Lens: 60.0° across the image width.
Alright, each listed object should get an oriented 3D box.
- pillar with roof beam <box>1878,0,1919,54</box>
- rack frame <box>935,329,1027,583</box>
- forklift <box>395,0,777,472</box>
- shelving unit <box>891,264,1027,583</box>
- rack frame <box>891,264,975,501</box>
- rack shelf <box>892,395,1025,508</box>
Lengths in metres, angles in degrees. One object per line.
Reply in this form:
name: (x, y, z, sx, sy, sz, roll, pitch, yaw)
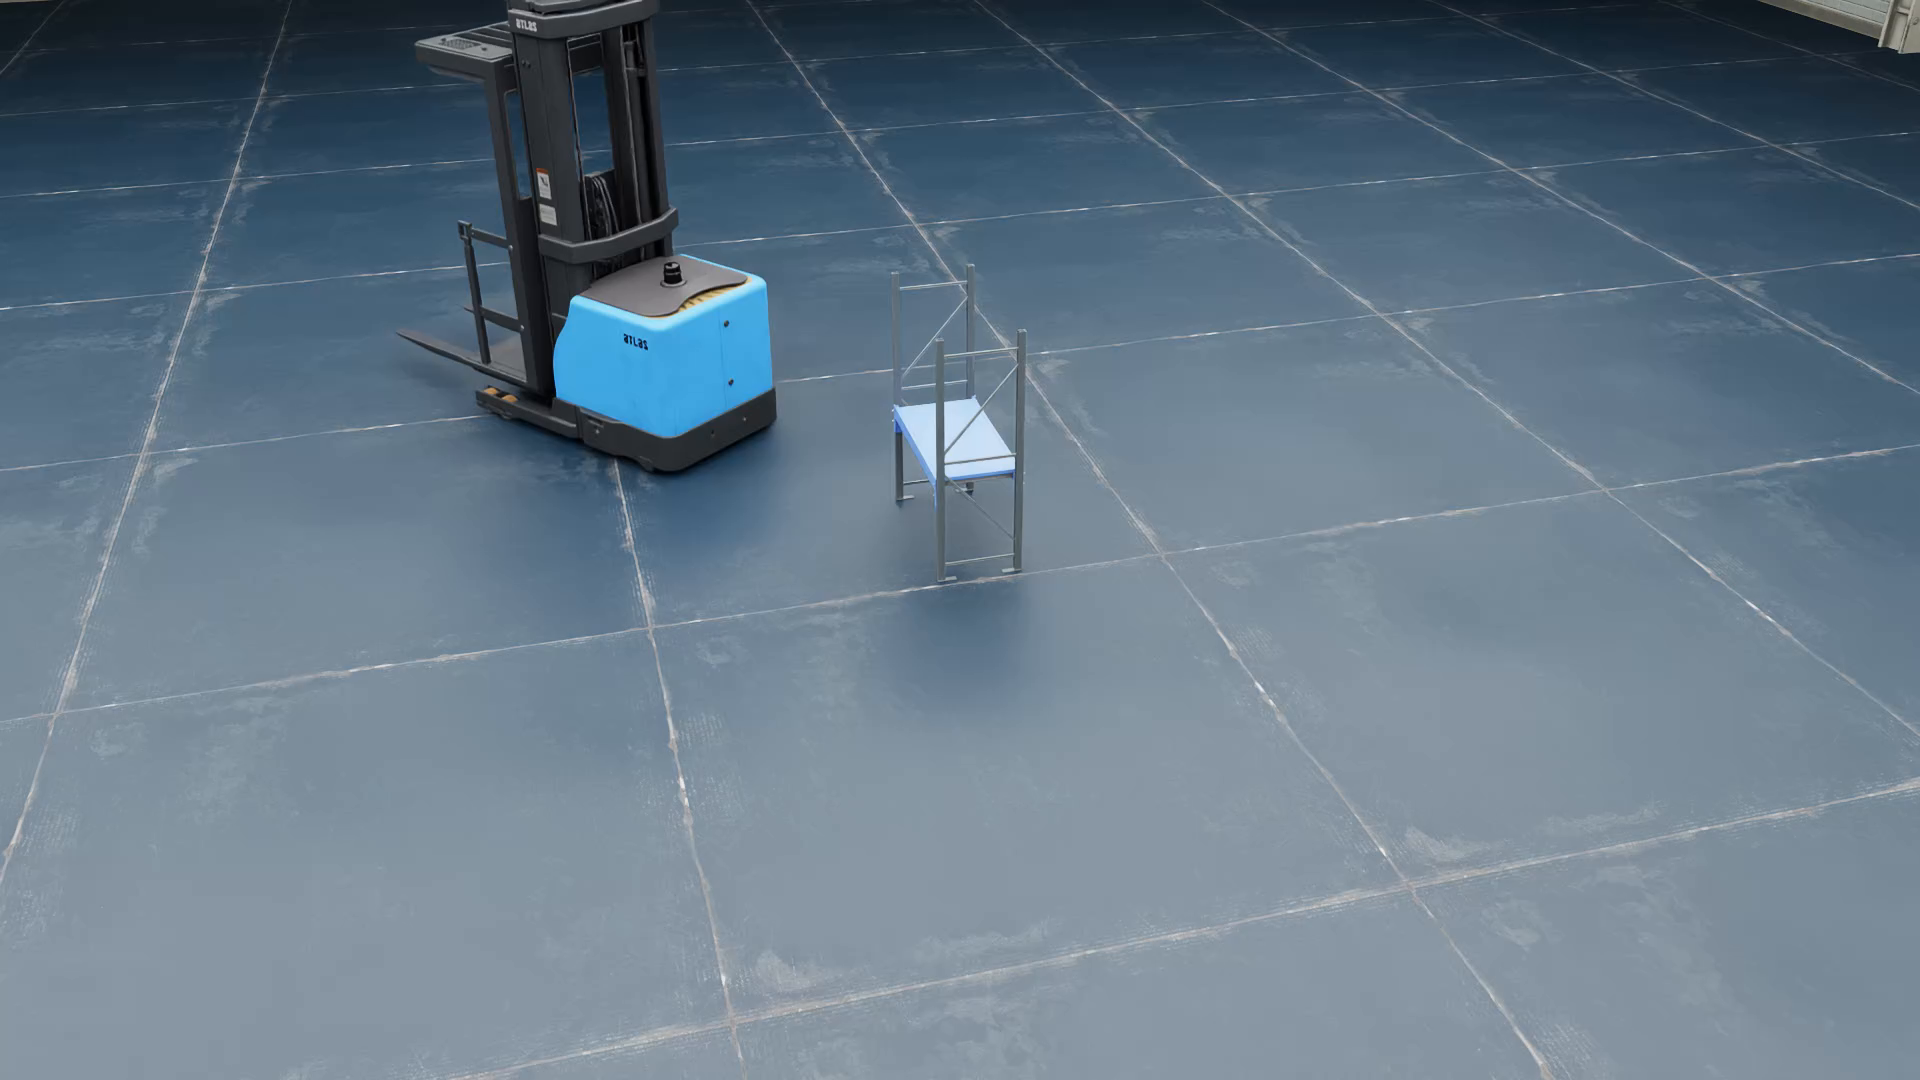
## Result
pillar with roof beam: (7.361, -9.338, 17.131, 9.100, 9.000, 0.400, -8, 31, -13)
rack frame: (0.112, -0.445, 9.252, 0.500, 1.500, 0.032, -8, 31, -13)
forklift: (-2.725, -2.285, 11.003, 3.031, 2.935, 1.130, 20, 36, 31)
shelving unit: (-0.023, -0.690, 9.677, 0.538, 1.500, 1.048, -8, 31, -13)
rack frame: (-0.158, -0.936, 10.101, 0.500, 1.500, 0.032, -8, 31, -13)
rack shelf: (-0.023, -0.535, 9.767, 0.538, 0.185, 1.000, -8, 31, -13)
